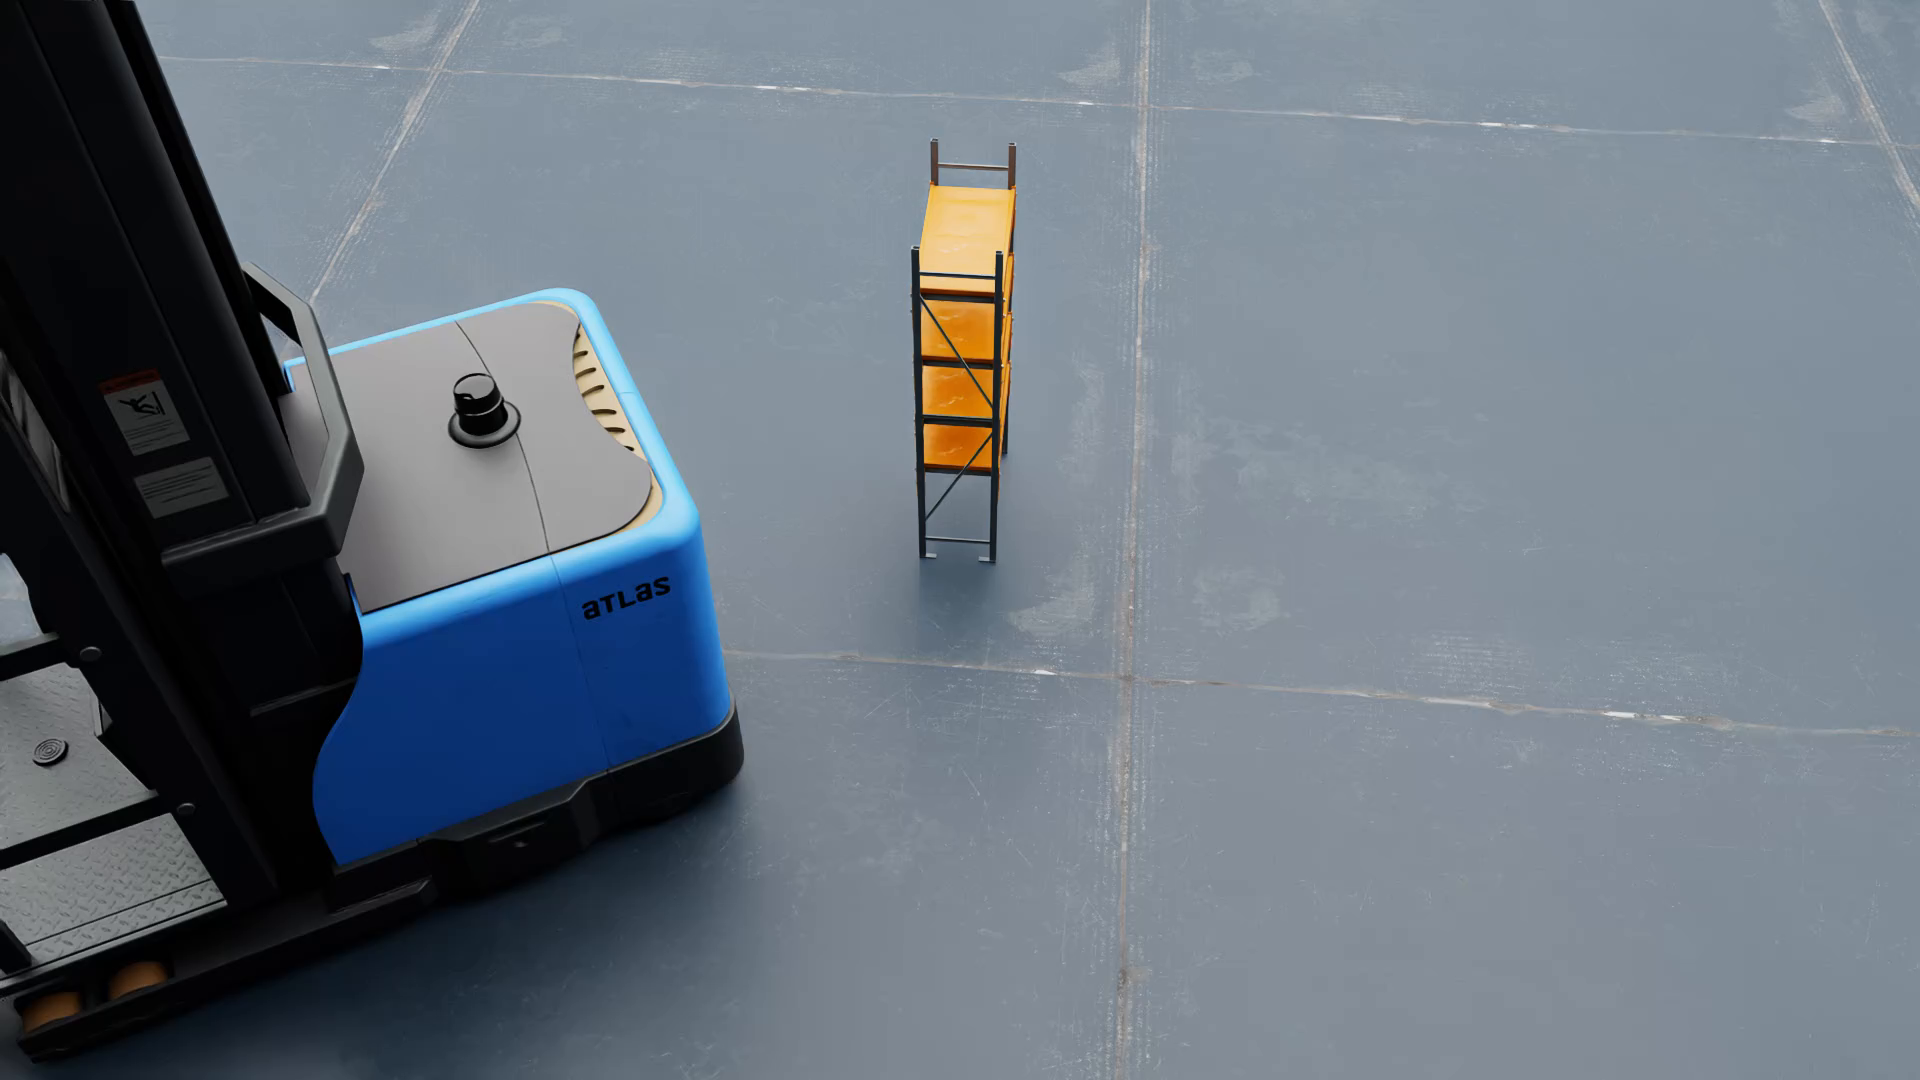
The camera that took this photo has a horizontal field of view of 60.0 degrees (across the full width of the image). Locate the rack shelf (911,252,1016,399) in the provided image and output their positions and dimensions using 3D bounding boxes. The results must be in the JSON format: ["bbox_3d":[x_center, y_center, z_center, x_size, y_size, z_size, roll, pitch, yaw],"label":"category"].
[{"bbox_3d":[0.015,-0.632,4.803,0.258,0.148,0.480,4,48,4],"label":"rack shelf"}]

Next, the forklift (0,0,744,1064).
[{"bbox_3d":[-2.156,-0.175,3.423,3.031,2.935,1.130,-19,50,-17],"label":"forklift"}]

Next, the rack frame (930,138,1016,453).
[{"bbox_3d":[0.037,-0.706,5.083,0.240,1.200,0.015,4,48,4],"label":"rack frame"}]

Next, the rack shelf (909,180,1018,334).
[{"bbox_3d":[0.015,-0.792,4.629,0.258,0.148,0.480,4,48,4],"label":"rack shelf"}]

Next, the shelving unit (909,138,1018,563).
[{"bbox_3d":[0.015,-0.527,4.919,0.258,1.200,0.503,4,48,4],"label":"shelving unit"}]

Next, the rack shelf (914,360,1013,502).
[{"bbox_3d":[0.015,-0.347,5.115,0.258,0.148,0.480,4,48,4],"label":"rack shelf"}]

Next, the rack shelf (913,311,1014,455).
[{"bbox_3d":[0.015,-0.481,4.968,0.258,0.148,0.480,4,48,4],"label":"rack shelf"}]

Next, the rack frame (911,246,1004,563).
[{"bbox_3d":[-0.007,-0.347,4.755,0.240,1.200,0.015,4,48,4],"label":"rack frame"}]
